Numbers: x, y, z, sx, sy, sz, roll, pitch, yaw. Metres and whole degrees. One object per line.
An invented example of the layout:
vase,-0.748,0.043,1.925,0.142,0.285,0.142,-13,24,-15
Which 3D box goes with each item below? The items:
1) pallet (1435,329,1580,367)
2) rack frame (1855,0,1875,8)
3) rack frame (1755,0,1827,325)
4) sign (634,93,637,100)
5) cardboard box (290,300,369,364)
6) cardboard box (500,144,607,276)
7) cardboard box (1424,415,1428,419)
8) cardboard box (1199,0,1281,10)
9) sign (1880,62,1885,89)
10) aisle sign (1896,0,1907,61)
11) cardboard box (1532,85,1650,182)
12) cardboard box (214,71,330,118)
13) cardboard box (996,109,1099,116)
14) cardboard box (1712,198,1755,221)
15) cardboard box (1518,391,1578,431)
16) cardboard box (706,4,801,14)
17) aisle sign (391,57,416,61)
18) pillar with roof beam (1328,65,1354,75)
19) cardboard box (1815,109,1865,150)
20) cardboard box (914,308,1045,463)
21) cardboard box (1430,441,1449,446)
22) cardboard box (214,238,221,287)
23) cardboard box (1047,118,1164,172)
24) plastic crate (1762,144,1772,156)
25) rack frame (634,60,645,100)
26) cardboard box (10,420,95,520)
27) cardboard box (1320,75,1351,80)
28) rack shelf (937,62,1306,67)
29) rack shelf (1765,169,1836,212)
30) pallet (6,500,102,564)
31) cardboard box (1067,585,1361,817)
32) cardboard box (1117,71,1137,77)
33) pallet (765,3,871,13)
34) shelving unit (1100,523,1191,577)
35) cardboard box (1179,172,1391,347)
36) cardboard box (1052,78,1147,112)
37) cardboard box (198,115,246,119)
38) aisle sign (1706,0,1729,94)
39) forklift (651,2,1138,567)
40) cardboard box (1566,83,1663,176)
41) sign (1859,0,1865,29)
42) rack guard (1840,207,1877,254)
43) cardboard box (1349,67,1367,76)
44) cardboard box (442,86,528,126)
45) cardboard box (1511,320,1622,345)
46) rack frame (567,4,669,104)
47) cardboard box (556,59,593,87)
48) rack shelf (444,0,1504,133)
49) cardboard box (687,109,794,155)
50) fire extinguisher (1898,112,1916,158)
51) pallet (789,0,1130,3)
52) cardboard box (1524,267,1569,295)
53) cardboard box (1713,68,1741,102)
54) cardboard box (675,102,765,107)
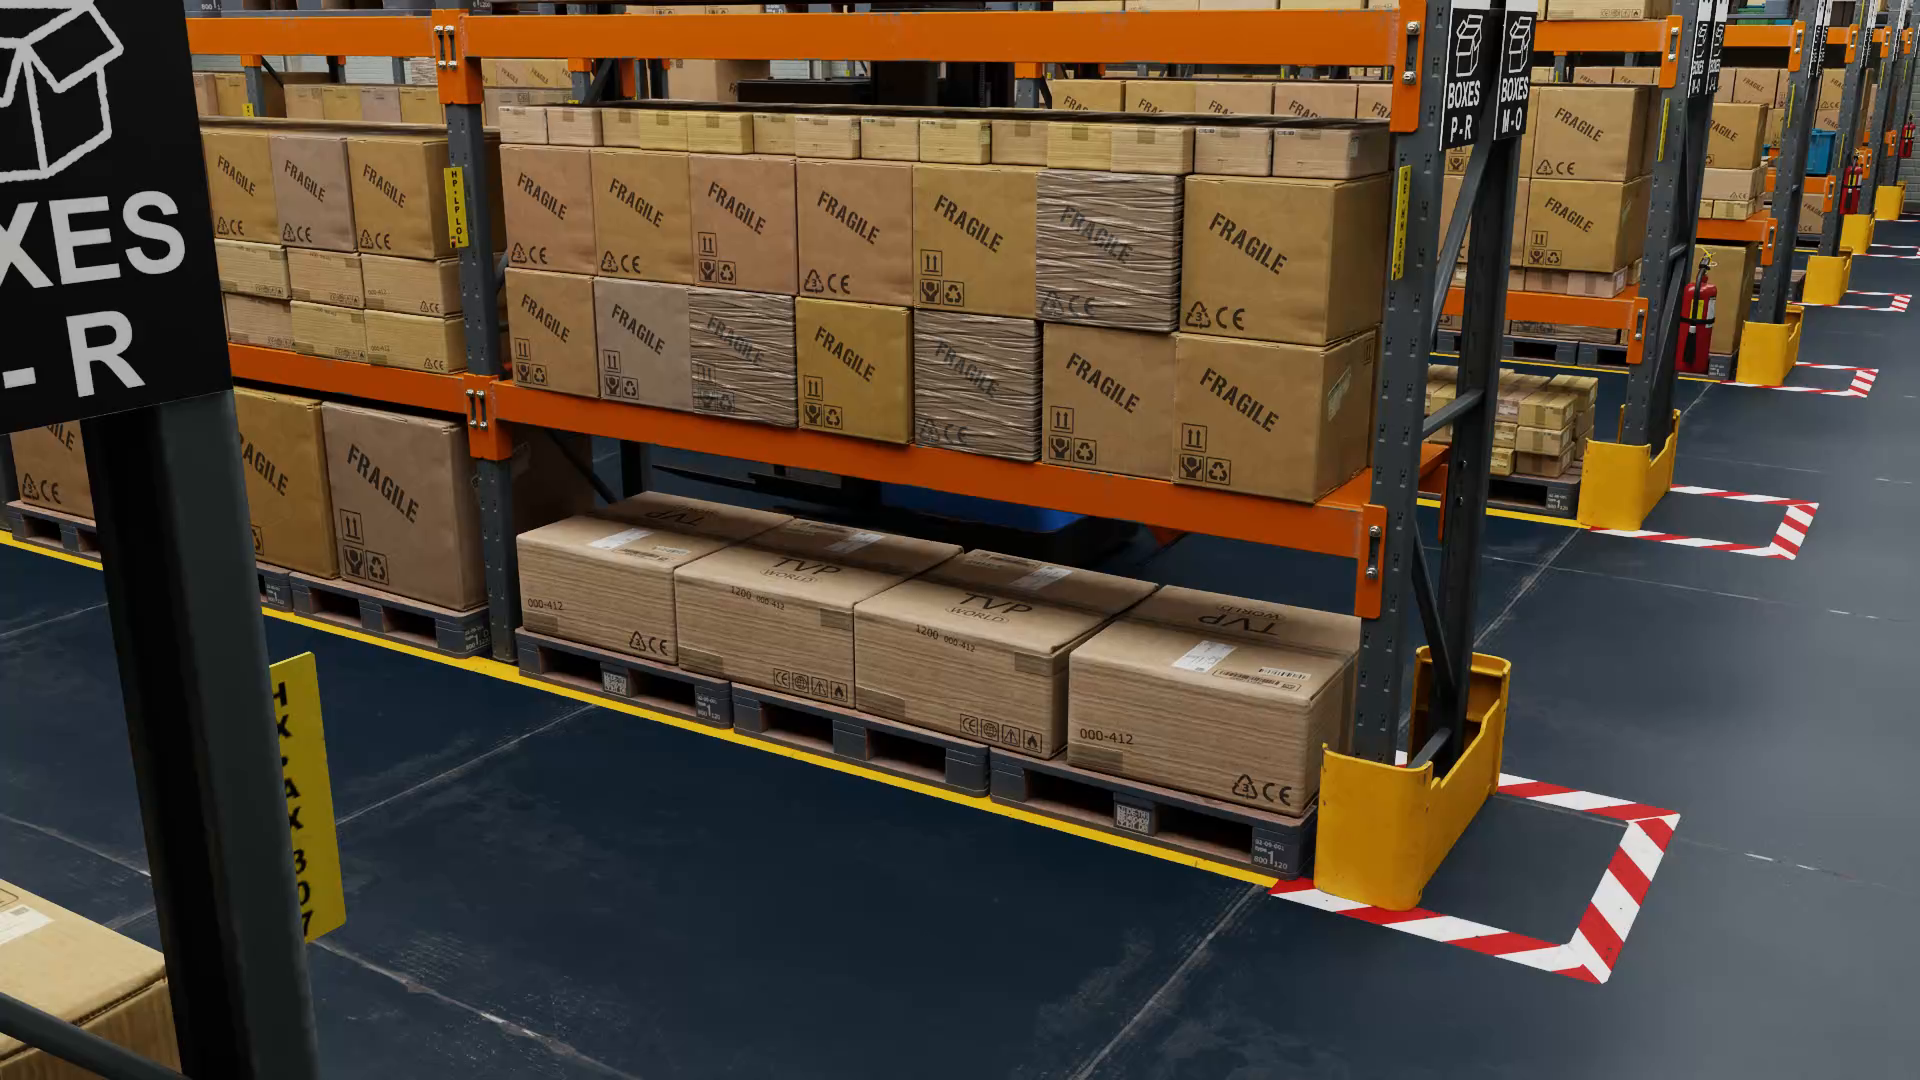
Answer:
pallet,5.020,-1.802,14.952,1.213,0.211,1.003,10,20,30
rack frame,9.370,-6.946,16.765,0.127,3.000,1.000,10,20,30
rack frame,6.778,-2.849,13.598,0.127,3.000,1.000,10,20,30
sign,-3.725,-4.953,19.035,0.005,0.325,0.100,10,20,30
cardboard box,-2.764,-1.014,7.818,0.500,0.250,0.500,10,19,29
cardboard box,-1.538,-1.397,6.925,0.500,0.500,0.500,10,20,30
cardboard box,2.878,-0.769,10.424,0.250,0.149,0.380,10,19,29
cardboard box,1.809,-3.314,10.226,0.500,0.250,0.500,11,20,32
sign,11.658,-5.872,21.017,0.005,0.325,0.100,10,20,30
aisle sign,12.177,-6.608,21.501,0.004,0.787,0.394,10,20,30
cardboard box,3.576,-2.312,9.428,0.500,0.500,0.500,10,19,29
cardboard box,-6.426,-4.114,15.648,0.550,0.550,0.875,10,20,30
cardboard box,0.336,-1.554,6.329,0.250,0.149,0.380,10,20,31
cardboard box,6.302,-2.701,13.545,0.250,0.149,0.380,11,20,31
cardboard box,3.512,-0.775,9.930,0.250,0.149,0.380,10,20,31
cardboard box,-1.515,-4.034,12.167,0.500,0.500,0.500,10,20,30
aisle sign,-7.066,-6.461,21.019,0.004,0.787,0.394,10,20,30
pillar with roof beam,4.830,-9.962,26.694,0.400,9.000,9.100,10,20,30
cardboard box,11.442,-5.350,21.661,0.500,0.500,0.500,11,20,32
cardboard box,0.179,-0.606,6.043,0.500,0.500,0.500,11,20,32
cardboard box,3.086,-0.576,10.300,0.250,0.149,0.380,10,20,30
cardboard box,-3.639,-1.402,8.234,0.500,0.250,0.500,11,20,31
cardboard box,0.495,-1.335,5.608,0.250,0.149,0.380,11,20,31
plastic crate,8.771,-4.243,18.374,0.300,0.233,0.416,10,20,30
rack frame,-3.447,-4.674,19.607,0.127,3.000,1.000,10,20,30
cardboard box,-4.680,-0.670,9.358,0.875,0.875,0.875,10,20,30
cardboard box,6.842,-8.151,30.127,0.500,0.500,0.700,8,19,25
rack shelf,1.665,-4.852,16.271,4.000,0.370,1.077,10,20,30
rack shelf,7.666,-4.035,18.743,4.000,0.370,1.077,10,20,30
pallet,-4.593,-0.138,9.473,1.213,0.211,1.003,10,20,30
cardboard box,0.977,0.555,6.079,0.875,0.438,0.875,9,19,28
cardboard box,3.336,-8.721,31.863,0.500,0.500,0.500,10,20,30
pallet,-0.668,-3.867,12.112,1.003,0.211,1.213,10,20,30
shelving unit,1.231,-0.204,8.453,1.200,0.189,0.258,-38,-9,37
cardboard box,1.056,-0.935,5.406,0.500,0.500,0.500,11,20,32
cardboard box,0.945,-2.784,10.980,0.500,0.500,0.500,11,20,31
cardboard box,-4.206,-2.048,9.069,0.500,0.500,0.500,11,20,31
aisle sign,4.315,-2.943,9.435,0.004,0.787,0.394,10,20,30
forklift,-0.517,-1.503,9.286,3.031,2.935,1.130,11,20,32
cardboard box,3.853,-2.438,9.843,0.500,0.500,0.500,10,20,30
sign,9.096,-5.322,16.759,0.005,0.325,0.100,10,20,30
rack guard,11.901,-4.117,22.075,0.348,0.500,1.175,10,20,30
cardboard box,7.146,-8.405,29.845,0.250,0.149,0.380,7,18,21
cardboard box,-3.968,-3.604,14.191,0.500,0.500,0.700,10,19,29
cardboard box,5.415,-2.249,14.557,0.875,0.875,0.875,10,20,30
rack frame,-2.721,-2.852,13.611,0.127,3.000,1.000,10,20,30
cardboard box,-4.402,-5.419,19.654,0.500,0.500,0.500,10,20,30
rack shelf,-0.113,-1.790,6.188,4.000,0.370,1.077,10,20,30
cardboard box,-0.826,-1.563,6.357,0.250,0.149,0.380,9,19,28
fire extinguisher,14.442,-6.176,25.328,0.183,0.674,0.296,10,20,30
pallet,-0.090,-2.083,6.068,1.213,0.211,1.003,10,20,30
cardboard box,3.478,-1.542,9.729,0.250,0.149,0.380,10,20,30
cardboard box,10.130,-6.060,22.277,0.500,0.500,0.500,11,20,32
cardboard box,-1.013,-1.764,7.019,0.250,0.149,0.380,10,20,30
